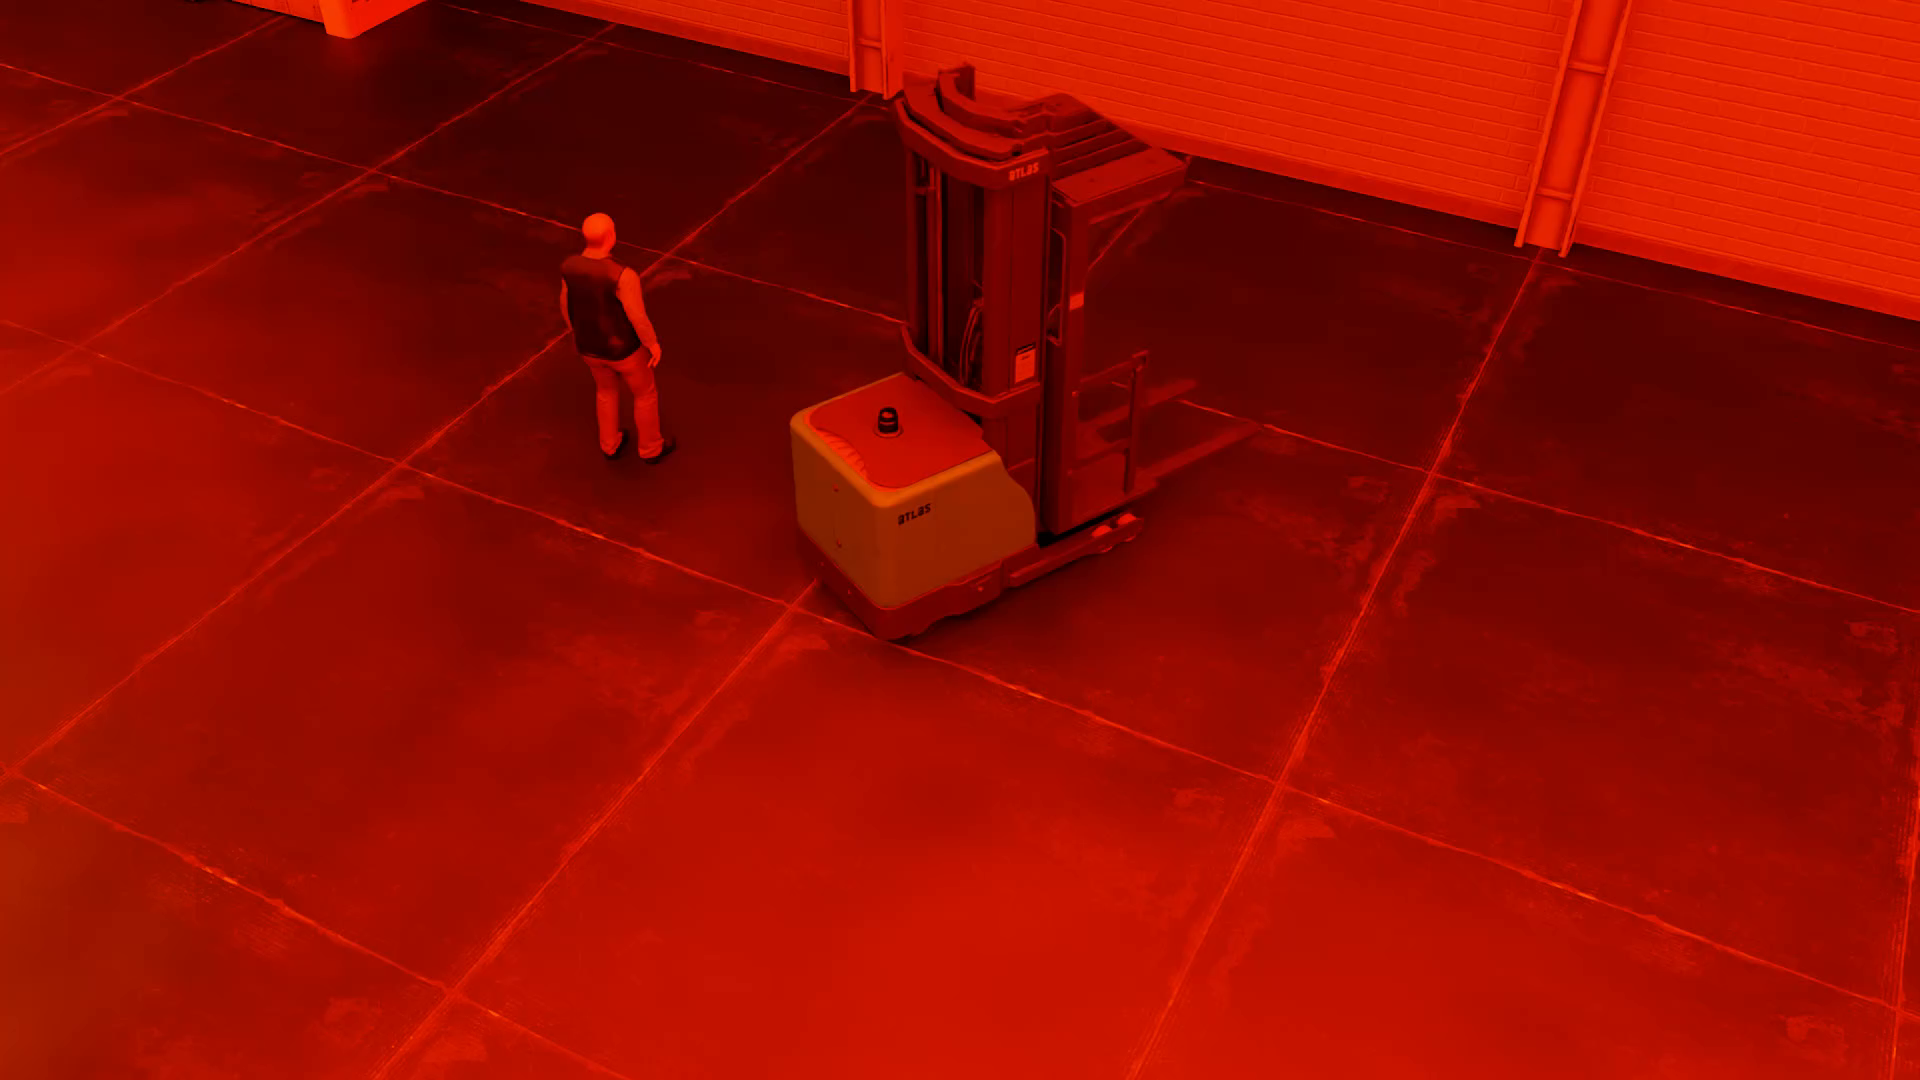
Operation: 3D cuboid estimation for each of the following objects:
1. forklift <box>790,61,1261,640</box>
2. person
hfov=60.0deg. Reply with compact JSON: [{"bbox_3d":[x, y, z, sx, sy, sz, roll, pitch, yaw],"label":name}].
[{"bbox_3d":[0.519,-1.301,9.531,3.031,2.935,1.130,-24,46,-26],"label":"forklift"},{"bbox_3d":[-2.164,-1.232,10.391,0.615,1.718,0.442,14,42,16],"label":"person"}]
